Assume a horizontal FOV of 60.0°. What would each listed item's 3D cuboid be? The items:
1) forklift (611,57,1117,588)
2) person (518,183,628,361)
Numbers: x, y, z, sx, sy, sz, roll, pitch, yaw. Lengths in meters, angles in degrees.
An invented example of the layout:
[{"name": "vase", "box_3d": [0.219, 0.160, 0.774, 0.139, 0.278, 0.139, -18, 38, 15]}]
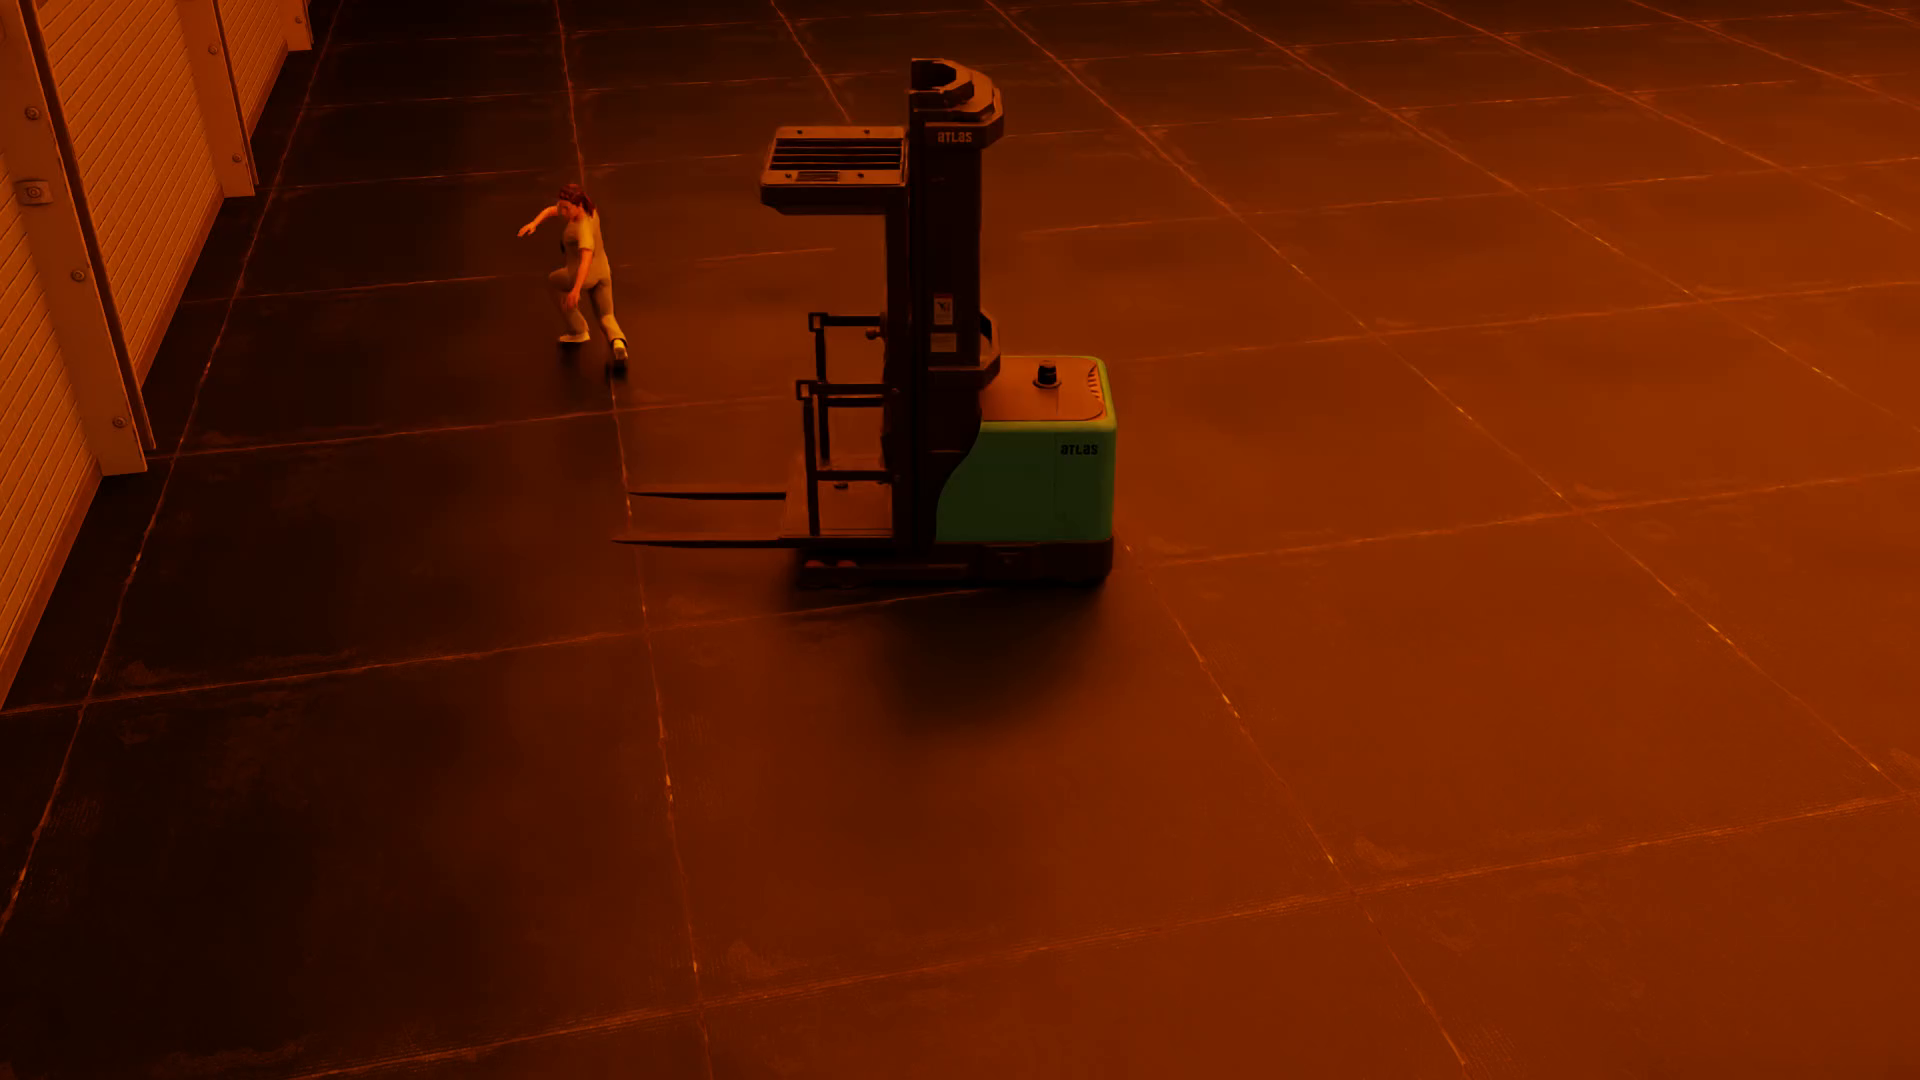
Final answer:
[{"name": "forklift", "box_3d": [-0.599, -1.245, 9.725, 3.031, 2.935, 1.130, 0, 30, 0]}, {"name": "person", "box_3d": [-2.913, -1.998, 12.607, 0.946, 1.430, 0.684, 20, 36, 30]}]
